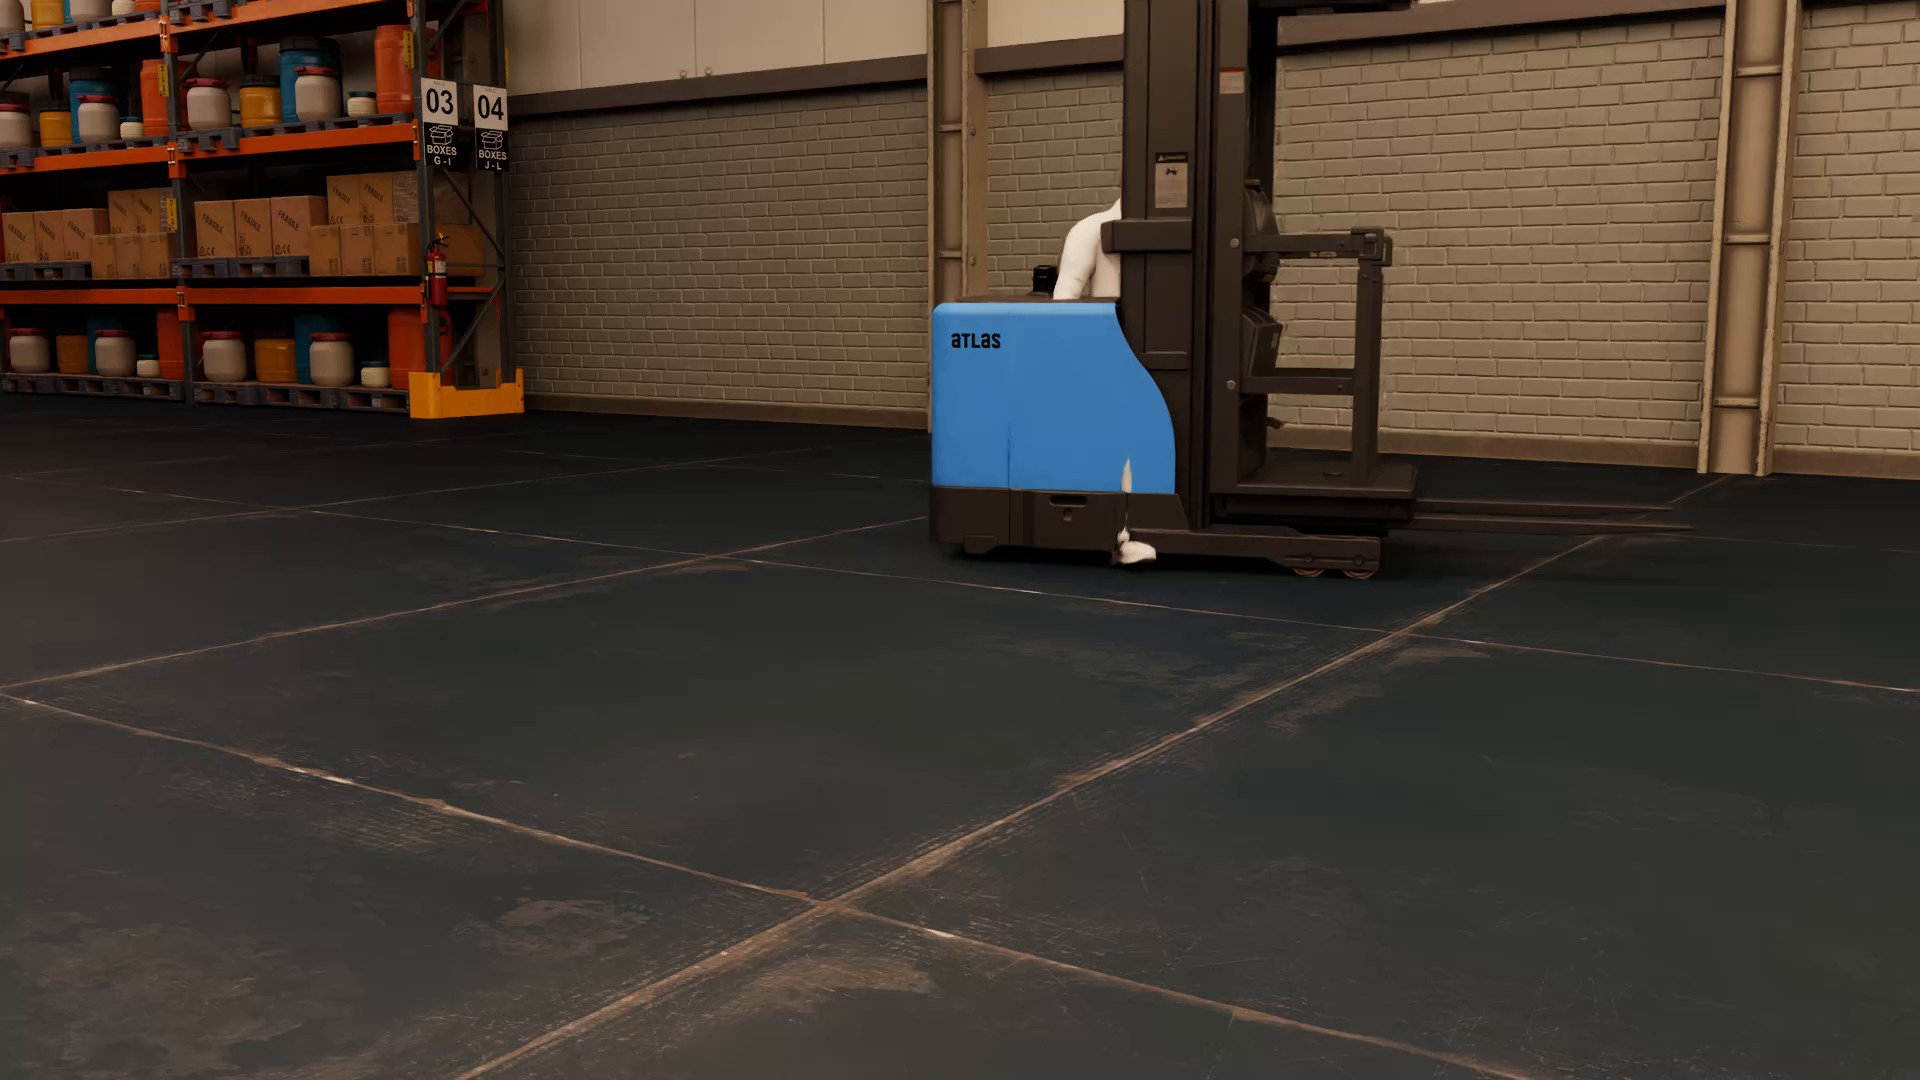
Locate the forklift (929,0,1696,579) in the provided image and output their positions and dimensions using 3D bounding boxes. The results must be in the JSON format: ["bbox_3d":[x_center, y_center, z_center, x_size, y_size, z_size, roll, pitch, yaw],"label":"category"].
[{"bbox_3d":[1.443,-1.380,6.897,3.031,2.935,1.130,2,8,16],"label":"forklift"}]

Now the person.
[{"bbox_3d":[0.766,-0.761,6.917,0.803,1.704,0.756,-4,9,-27],"label":"person"}]
